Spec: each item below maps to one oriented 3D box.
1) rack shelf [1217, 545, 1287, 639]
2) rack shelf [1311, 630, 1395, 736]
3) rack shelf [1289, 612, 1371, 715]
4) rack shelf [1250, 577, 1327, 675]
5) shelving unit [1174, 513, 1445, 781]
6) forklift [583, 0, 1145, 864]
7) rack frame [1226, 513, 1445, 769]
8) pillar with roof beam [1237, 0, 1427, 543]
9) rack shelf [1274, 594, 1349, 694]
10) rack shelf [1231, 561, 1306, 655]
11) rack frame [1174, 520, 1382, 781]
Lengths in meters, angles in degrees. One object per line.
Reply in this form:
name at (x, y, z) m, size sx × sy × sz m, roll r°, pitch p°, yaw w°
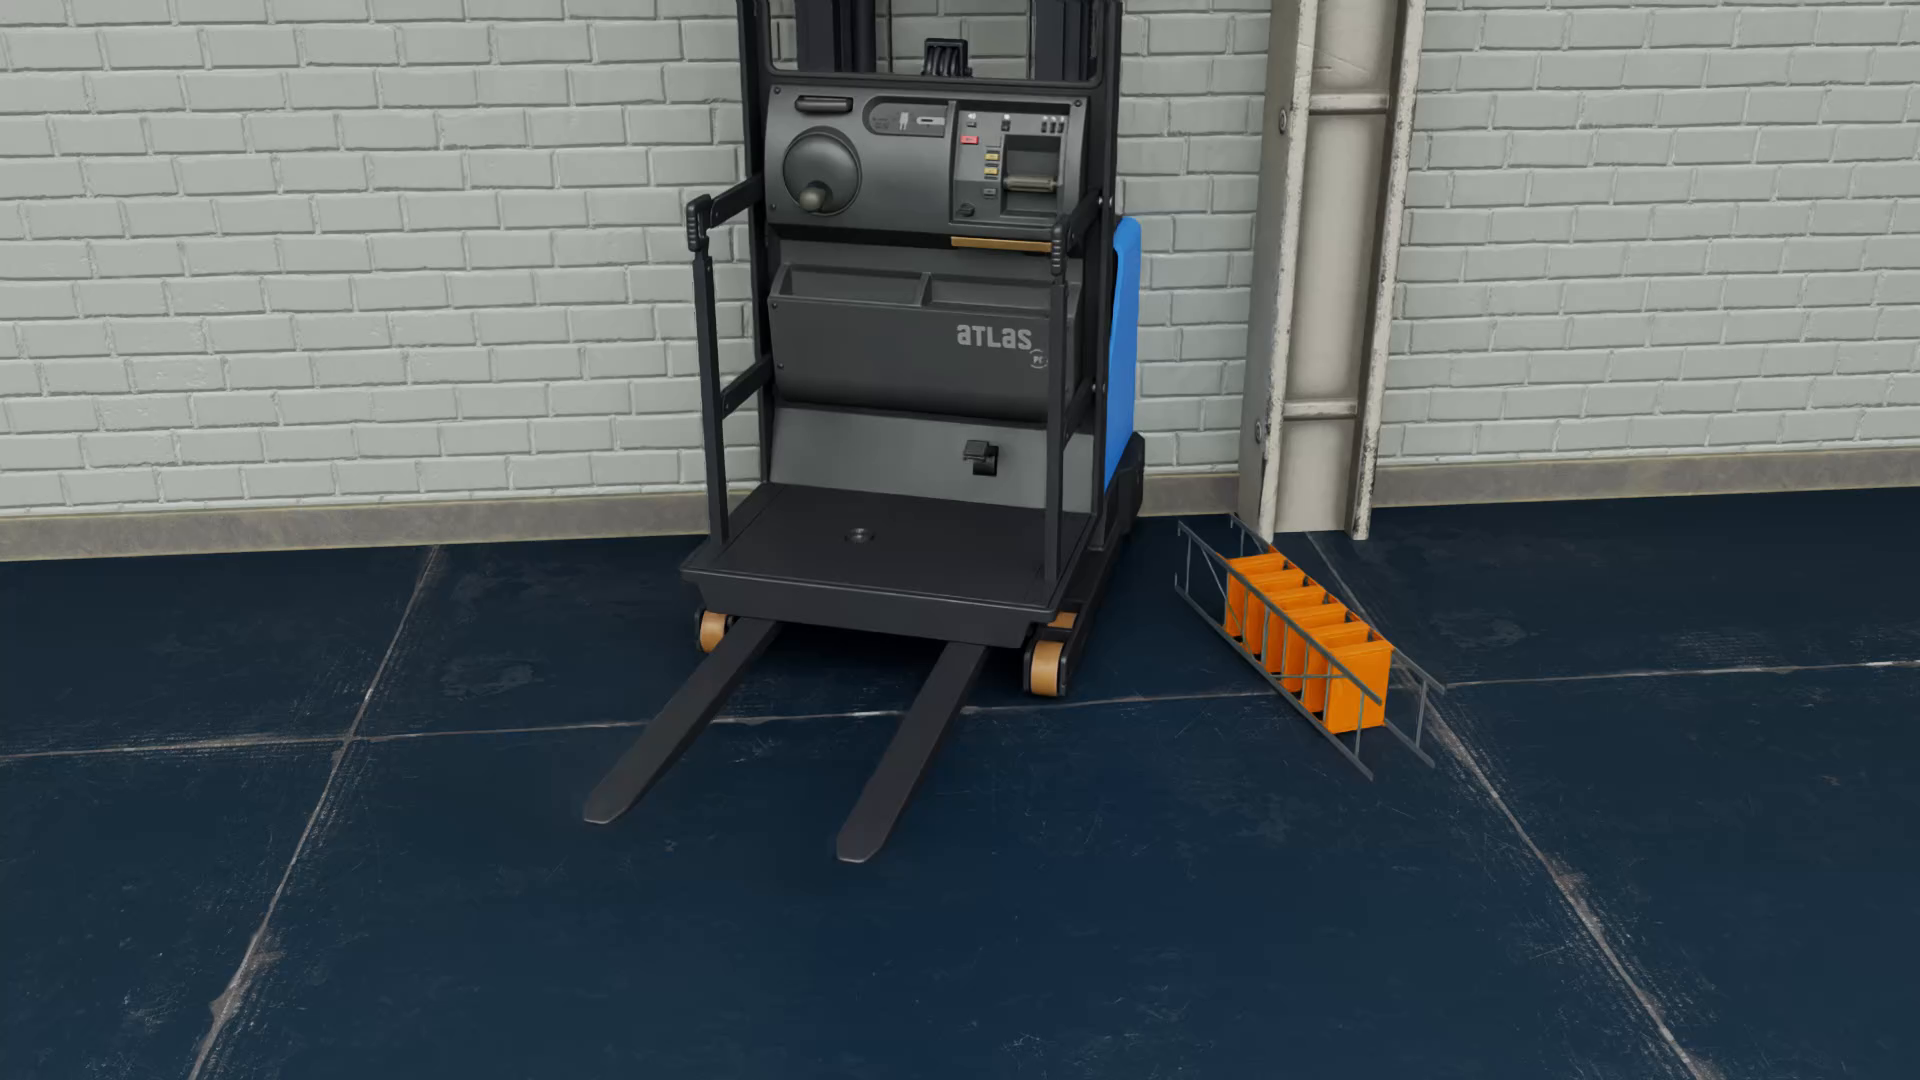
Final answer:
rack shelf at (0.874, 0.158, 5.032) m, size 0.180 × 0.258 × 0.103 m, roll -8°, pitch 25°, yaw -16°
rack shelf at (1.060, 0.390, 4.510) m, size 0.180 × 0.258 × 0.103 m, roll -8°, pitch 25°, yaw -16°
rack shelf at (1.023, 0.344, 4.615) m, size 0.180 × 0.258 × 0.103 m, roll -8°, pitch 25°, yaw -16°
rack shelf at (0.948, 0.251, 4.823) m, size 0.180 × 0.258 × 0.103 m, roll -8°, pitch 25°, yaw -16°
shelving unit at (0.962, 0.268, 4.785) m, size 0.189 × 0.258 × 1.200 m, roll -8°, pitch 25°, yaw -16°
forklift at (-0.157, -1.062, 4.531) m, size 1.130 × 2.935 × 3.031 m, roll 6°, pitch 25°, yaw 13°
rack frame at (1.049, 0.257, 4.811) m, size 0.006 × 0.240 × 1.200 m, roll -8°, pitch 25°, yaw -16°
pillar with roof beam at (1.626, -2.429, 0.135) m, size 0.400 × 9.000 × 9.100 m, roll -2°, pitch 24°, yaw -5°
rack shelf at (0.986, 0.297, 4.719) m, size 0.180 × 0.258 × 0.103 m, roll -8°, pitch 25°, yaw -16°
rack shelf at (0.911, 0.205, 4.927) m, size 0.180 × 0.258 × 0.103 m, roll -8°, pitch 25°, yaw -16°
rack frame at (0.875, 0.280, 4.759) m, size 0.006 × 0.240 × 1.200 m, roll -8°, pitch 25°, yaw -16°
